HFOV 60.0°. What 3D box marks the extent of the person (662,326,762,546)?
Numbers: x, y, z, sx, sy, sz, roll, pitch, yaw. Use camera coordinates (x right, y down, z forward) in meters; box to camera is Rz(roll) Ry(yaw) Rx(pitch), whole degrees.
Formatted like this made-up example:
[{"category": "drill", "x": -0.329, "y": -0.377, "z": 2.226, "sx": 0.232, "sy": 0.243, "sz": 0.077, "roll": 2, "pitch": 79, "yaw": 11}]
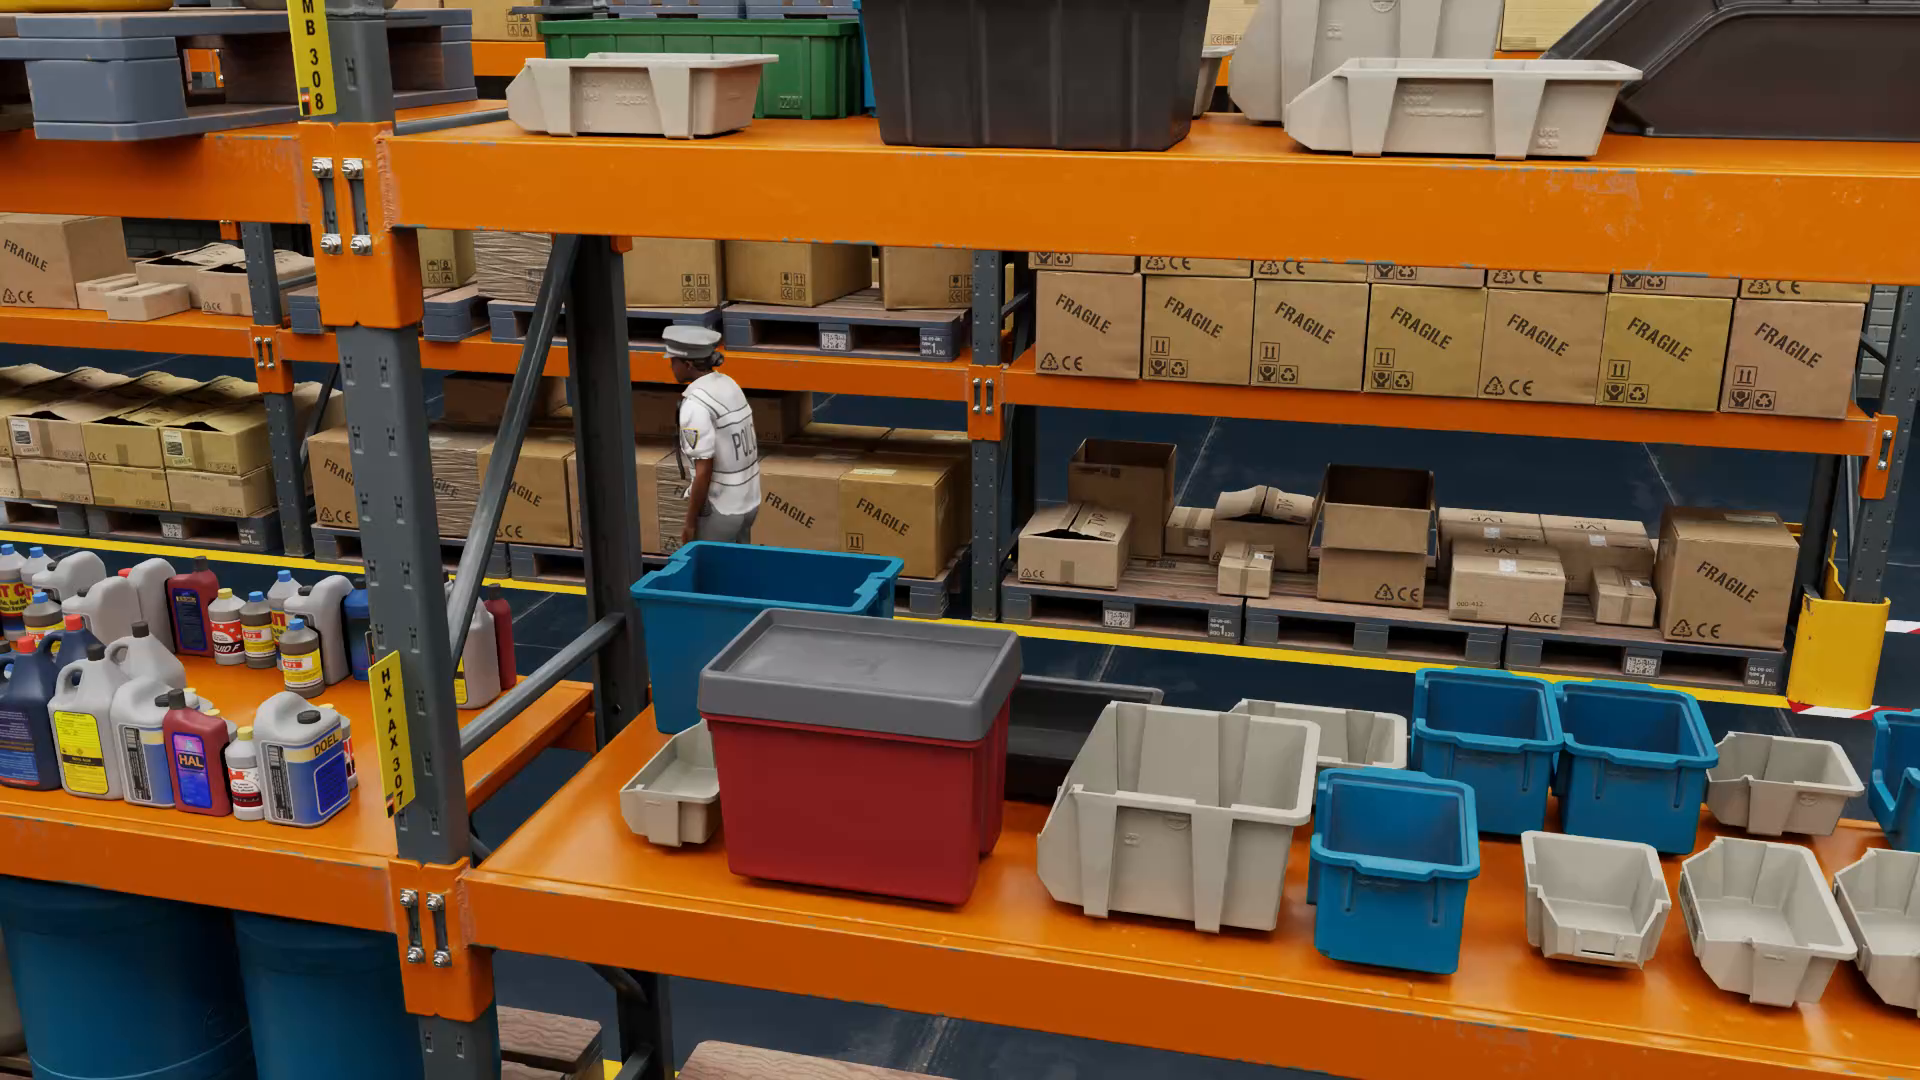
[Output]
[{"category": "person", "x": -1.098, "y": -0.135, "z": 7.466, "sx": 0.392, "sy": 1.659, "sz": 0.505, "roll": 5, "pitch": 19, "yaw": 14}]
